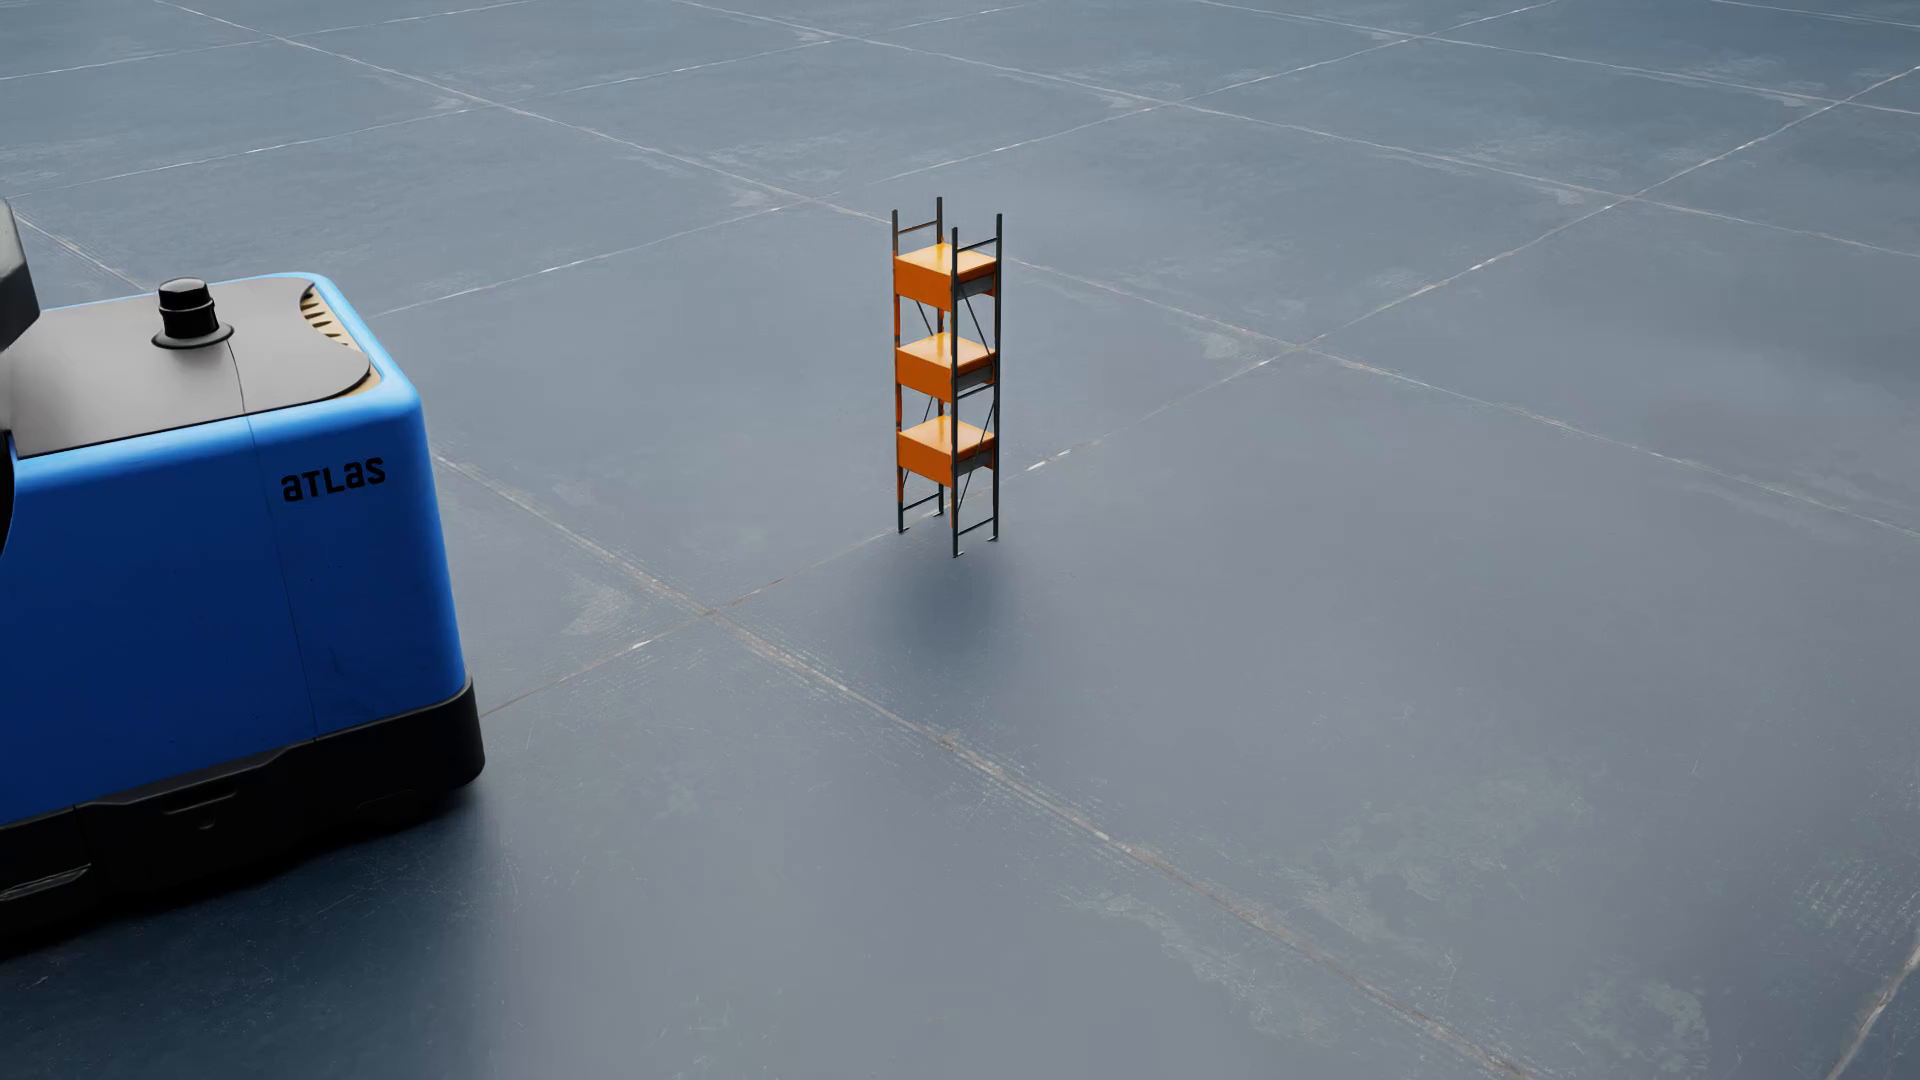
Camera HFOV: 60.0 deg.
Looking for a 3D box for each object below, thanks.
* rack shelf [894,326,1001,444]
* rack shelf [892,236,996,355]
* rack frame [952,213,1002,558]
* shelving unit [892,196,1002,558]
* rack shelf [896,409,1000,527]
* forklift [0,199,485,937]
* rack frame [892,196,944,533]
[{"bbox_3d":[-0.038,-0.473,5.044,0.240,0.259,0.215,25,36,38],"label":"rack shelf"},{"bbox_3d":[-0.038,-0.724,4.912,0.240,0.259,0.215,25,36,38],"label":"rack shelf"},{"bbox_3d":[0.049,-0.442,4.963,0.008,1.050,0.200,25,36,38],"label":"rack frame"},{"bbox_3d":[-0.038,-0.482,5.039,0.252,1.050,0.215,25,36,38],"label":"shelving unit"},{"bbox_3d":[-0.038,-0.227,5.173,0.240,0.259,0.215,25,36,38],"label":"rack shelf"},{"bbox_3d":[-2.689,-0.514,3.079,3.031,2.935,1.130,-15,31,-27],"label":"forklift"},{"bbox_3d":[-0.125,-0.522,5.115,0.008,1.050,0.200,25,36,38],"label":"rack frame"}]
